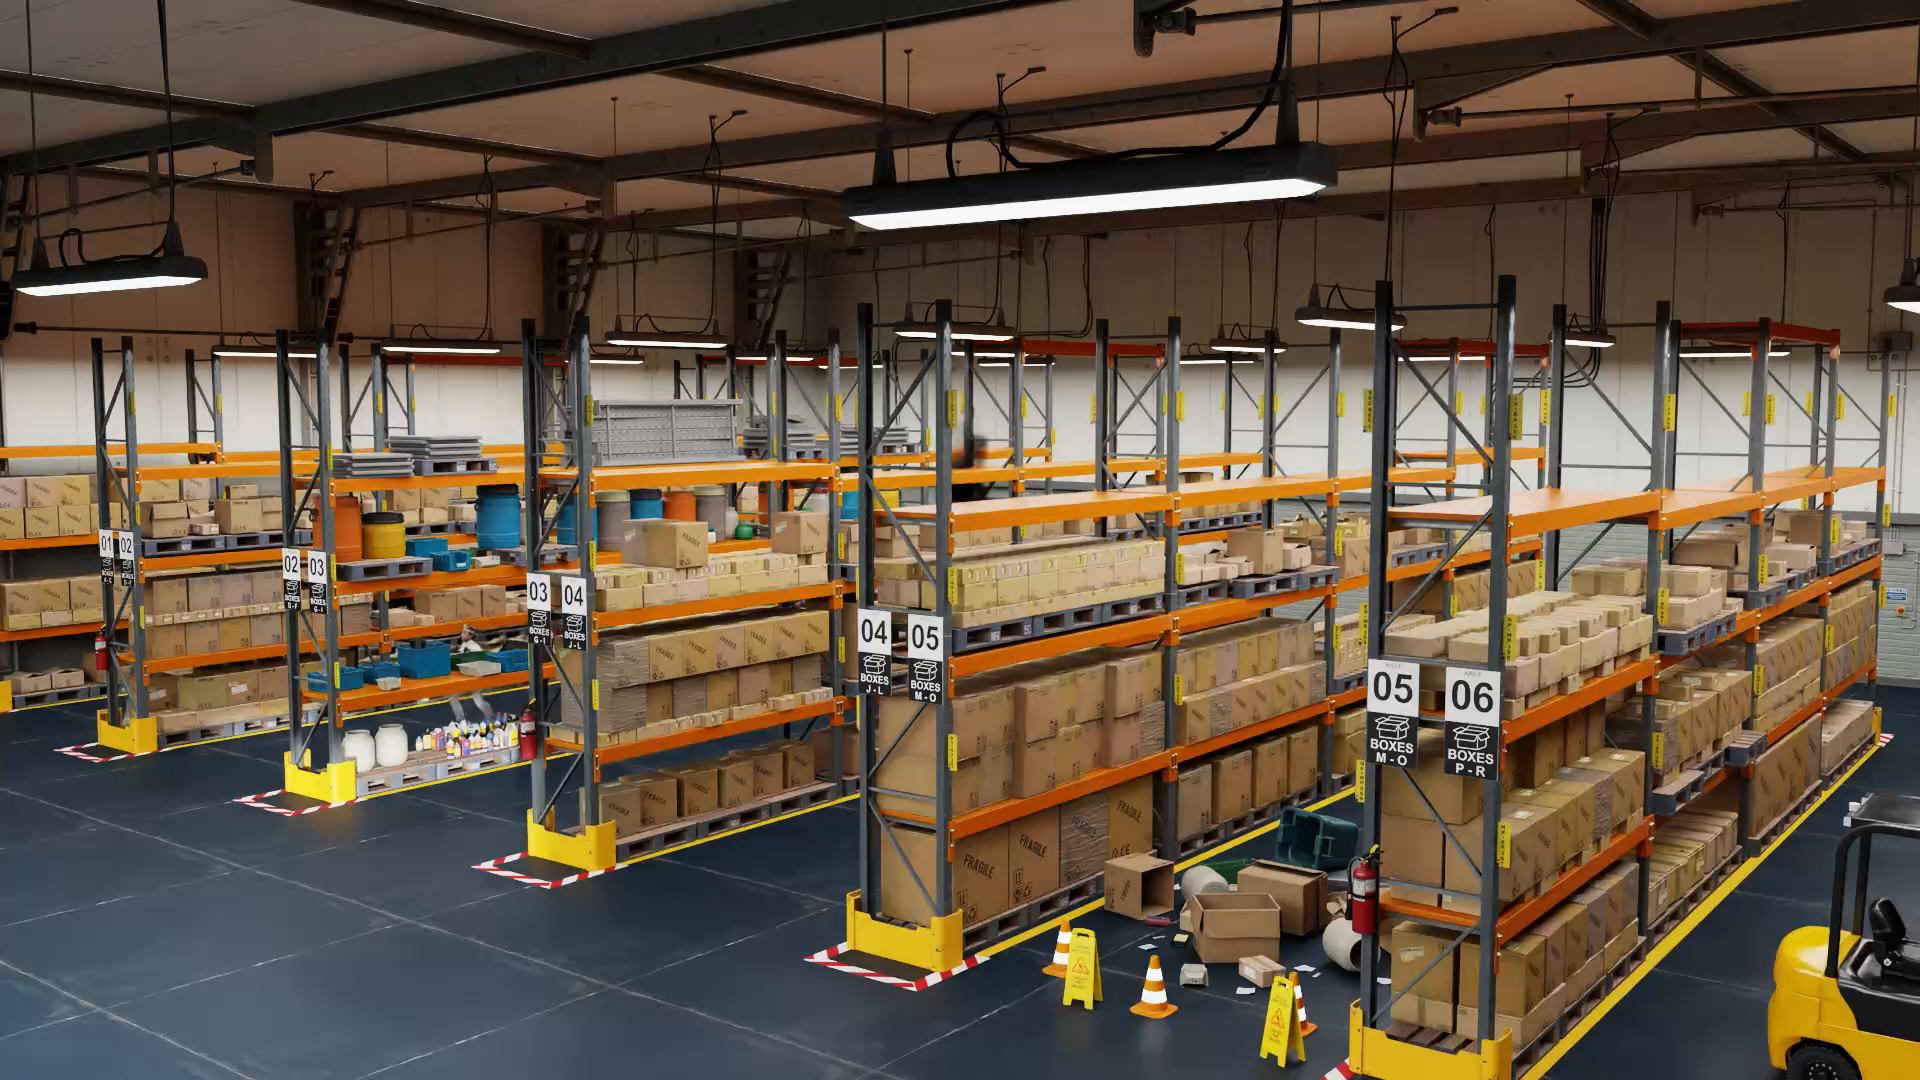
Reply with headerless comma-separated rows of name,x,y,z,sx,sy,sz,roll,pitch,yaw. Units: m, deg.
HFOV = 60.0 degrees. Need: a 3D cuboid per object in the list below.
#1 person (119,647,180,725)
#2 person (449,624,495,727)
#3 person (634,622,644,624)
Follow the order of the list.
person,-12.766,1.976,26.064,0.717,1.759,1.024,4,6,38
person,-7.423,2.137,25.398,0.596,1.742,0.744,4,6,38
person,-5.628,1.721,29.889,0.740,1.726,0.722,4,6,37
